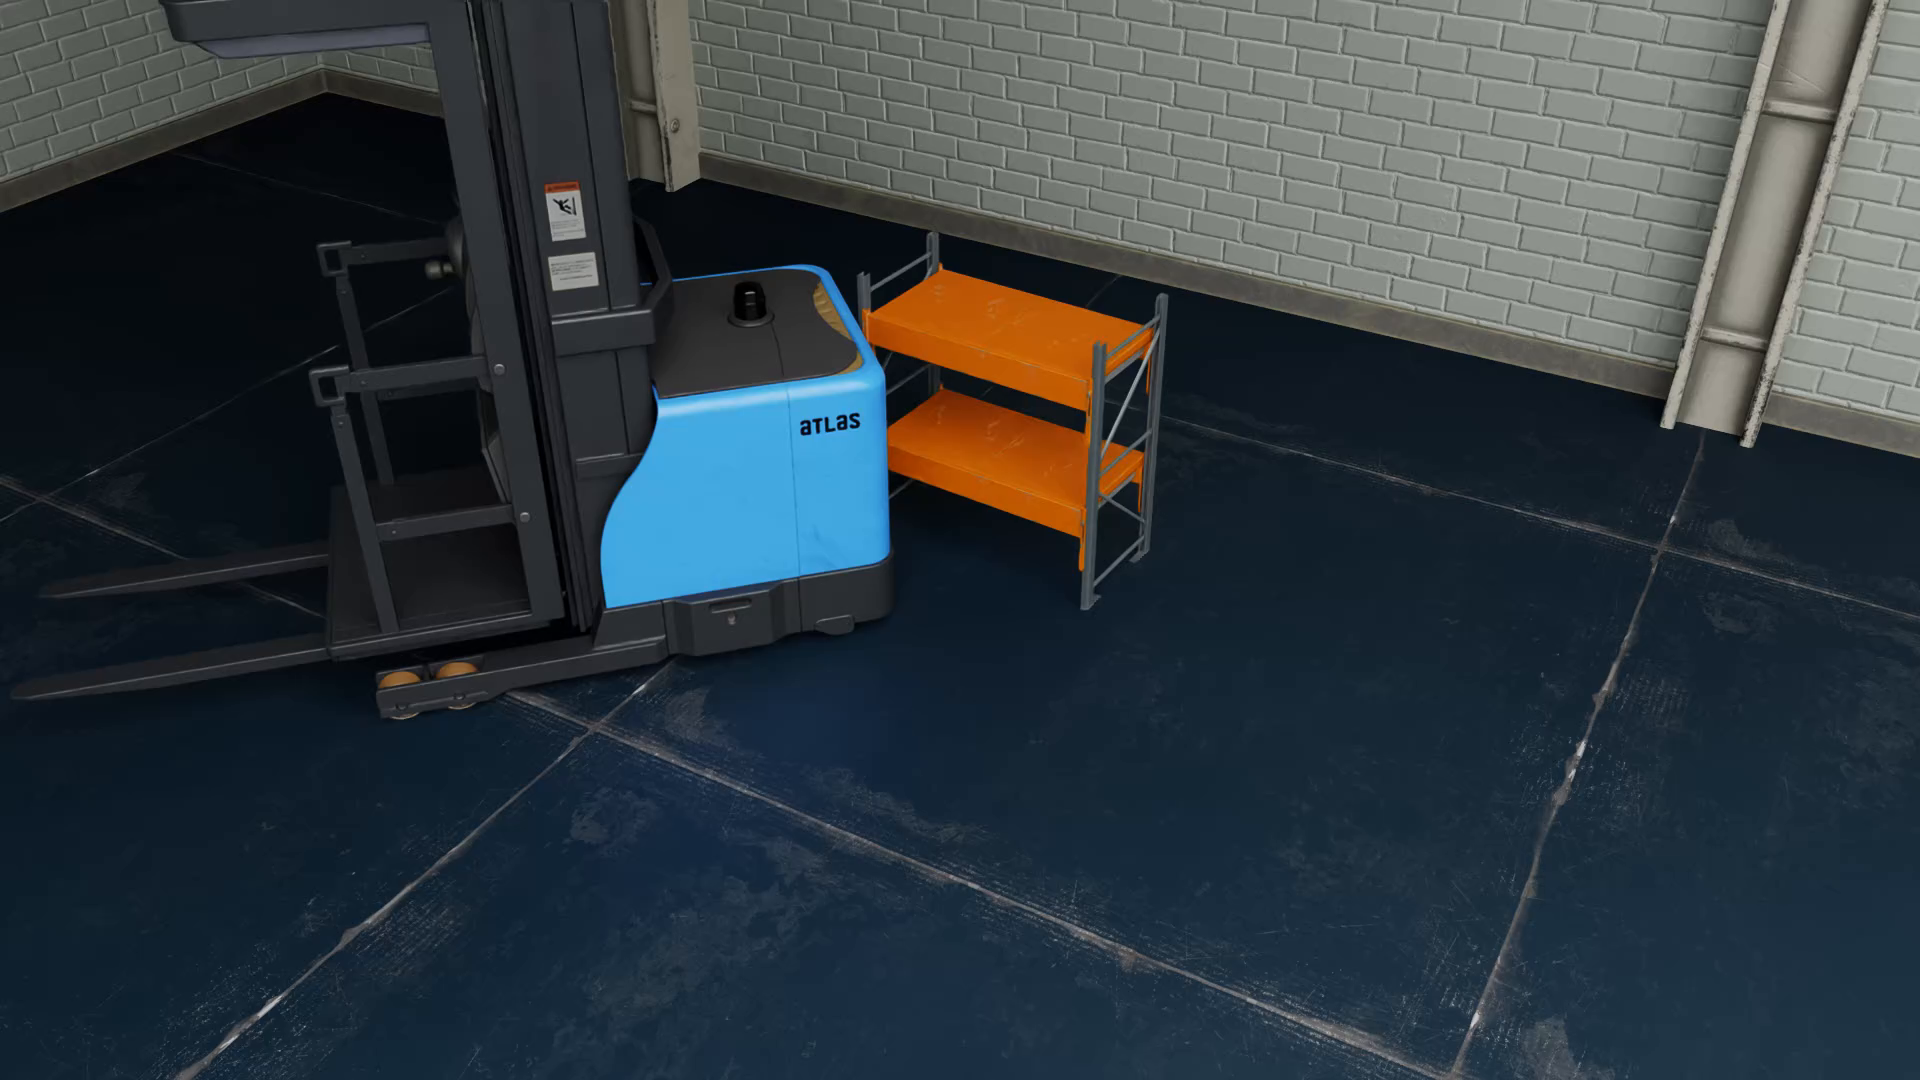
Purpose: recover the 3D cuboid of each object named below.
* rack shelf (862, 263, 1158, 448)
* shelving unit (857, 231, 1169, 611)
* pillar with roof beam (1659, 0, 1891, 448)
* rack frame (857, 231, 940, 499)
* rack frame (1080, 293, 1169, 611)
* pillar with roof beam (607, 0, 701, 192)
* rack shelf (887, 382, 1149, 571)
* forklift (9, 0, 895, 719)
[{"bbox_3d":[0.189,-0.717,6.283,1.000,0.278,0.538,20,39,28],"label":"rack shelf"},{"bbox_3d":[0.189,-0.473,6.445,1.048,1.125,0.538,20,39,28],"label":"shelving unit"},{"bbox_3d":[1.275,-2.208,1.947,0.400,9.000,9.100,18,37,24],"label":"pillar with roof beam"},{"bbox_3d":[-0.234,-0.630,6.681,0.032,1.125,0.500,20,39,28],"label":"rack frame"},{"bbox_3d":[0.611,-0.316,6.210,0.032,1.125,0.500,20,39,28],"label":"rack frame"},{"bbox_3d":[-3.934,-3.858,4.425,0.400,9.000,9.100,18,37,24],"label":"pillar with roof beam"},{"bbox_3d":[0.189,-0.269,6.581,1.000,0.278,0.538,20,39,28],"label":"rack shelf"},{"bbox_3d":[-1.819,-0.921,5.488,3.031,2.935,1.130,-9,35,-14],"label":"forklift"}]
